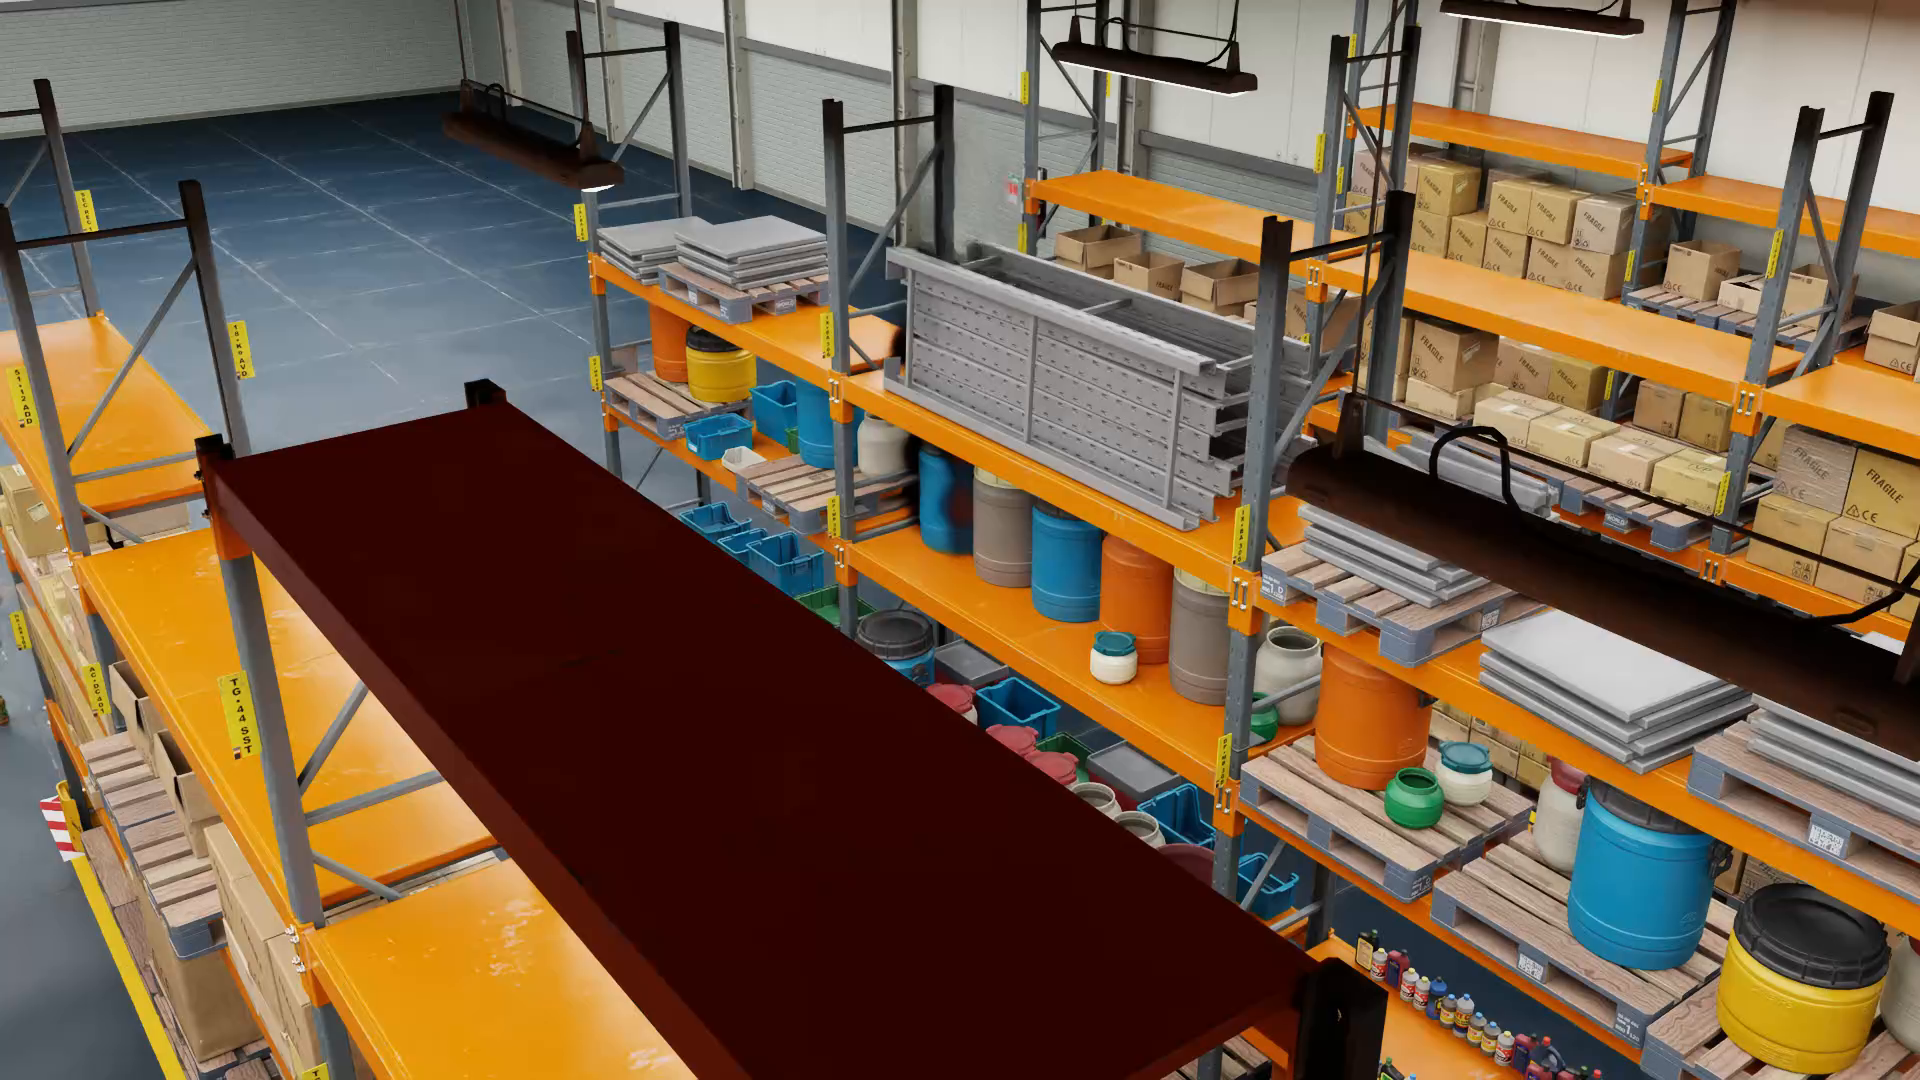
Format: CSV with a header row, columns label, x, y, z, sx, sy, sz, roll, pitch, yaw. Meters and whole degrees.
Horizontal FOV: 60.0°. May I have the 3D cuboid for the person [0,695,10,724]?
label,x,y,z,sx,sy,sz,roll,pitch,yaw
person,-9.048,0.899,14.946,0.594,1.748,0.693,2,25,5
